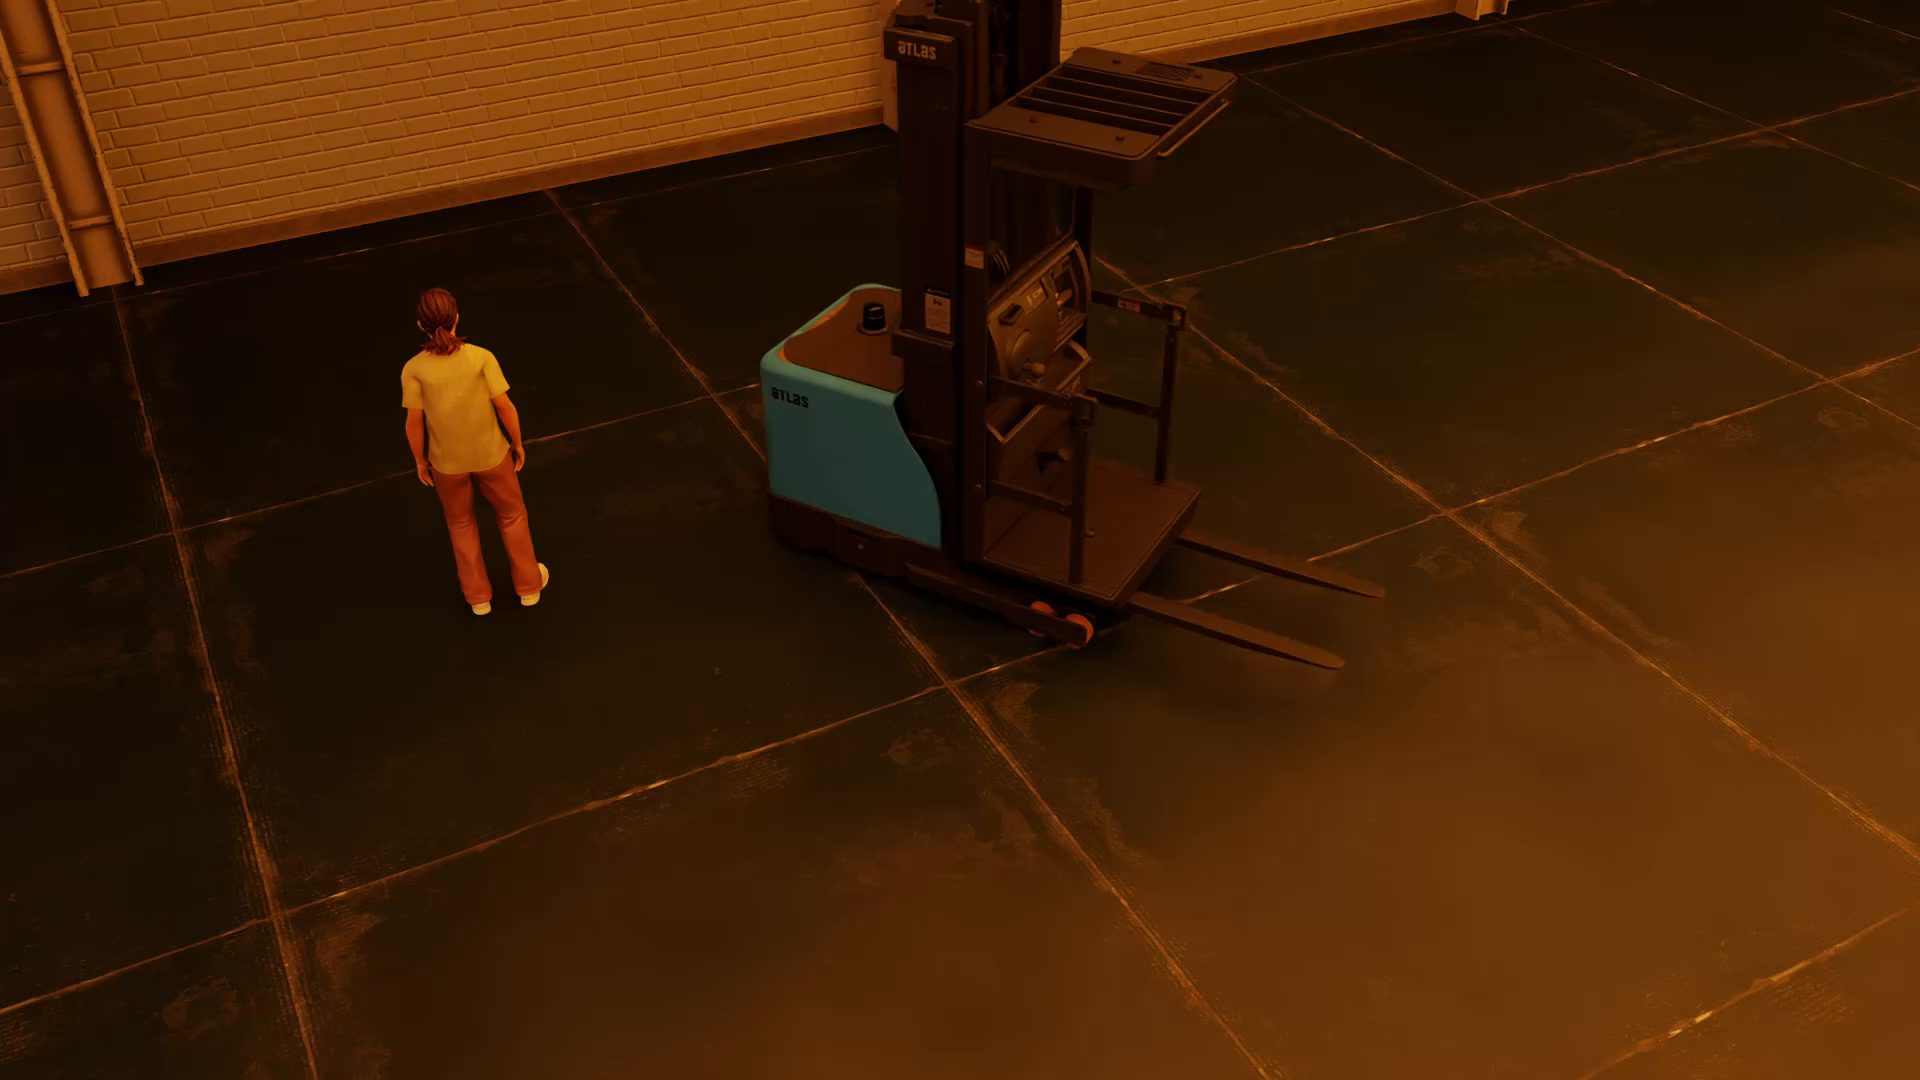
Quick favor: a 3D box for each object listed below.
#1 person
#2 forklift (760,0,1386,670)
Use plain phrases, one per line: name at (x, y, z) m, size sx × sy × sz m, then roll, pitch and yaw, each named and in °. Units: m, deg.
person at (-2.287, -0.392, 7.769) m, size 0.507 × 1.671 × 0.360 m, roll -9°, pitch 36°, yaw -13°
forklift at (0.548, -1.031, 7.581) m, size 3.031 × 2.935 × 1.130 m, roll 18°, pitch 39°, yaw 23°
